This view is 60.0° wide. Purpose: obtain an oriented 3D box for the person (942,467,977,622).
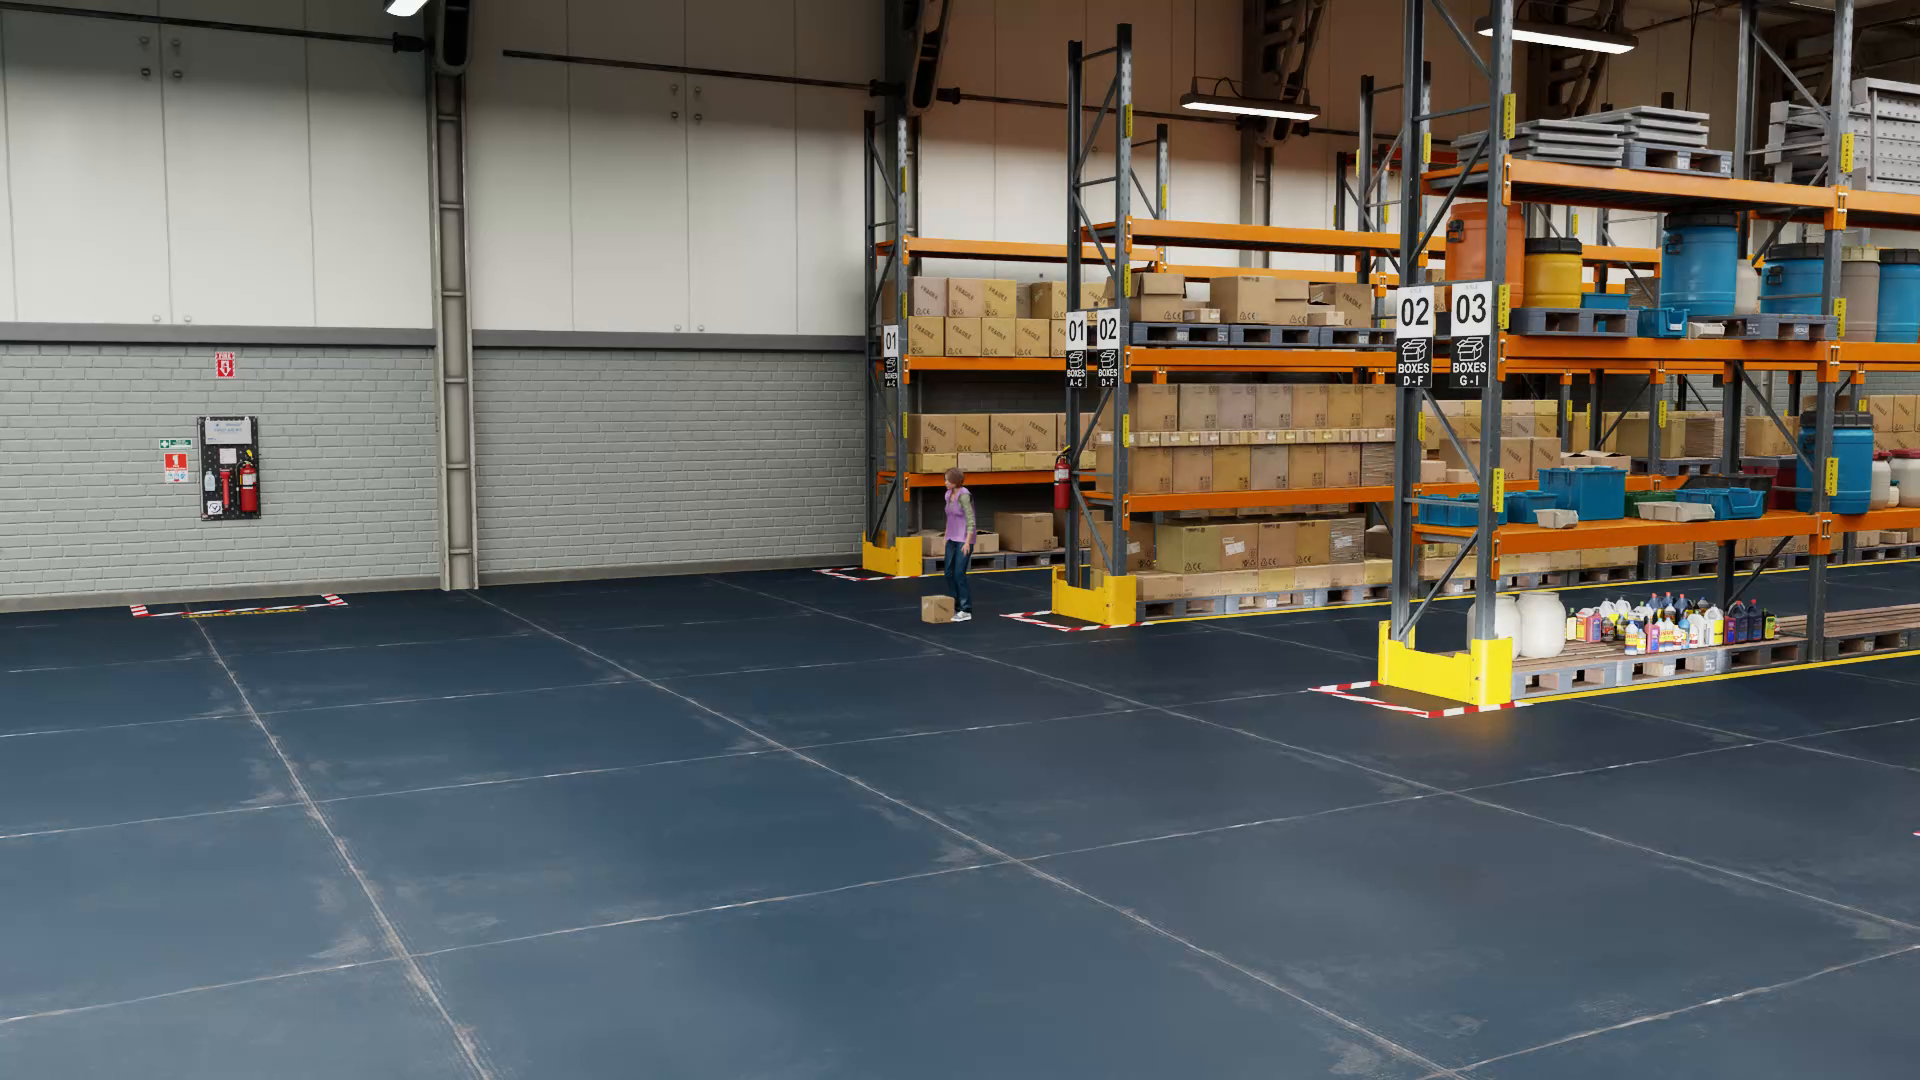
[{"bbox_3d":[-0.022,0.037,17.244,0.347,1.592,0.483,-3,6,-32],"label":"person"}]
